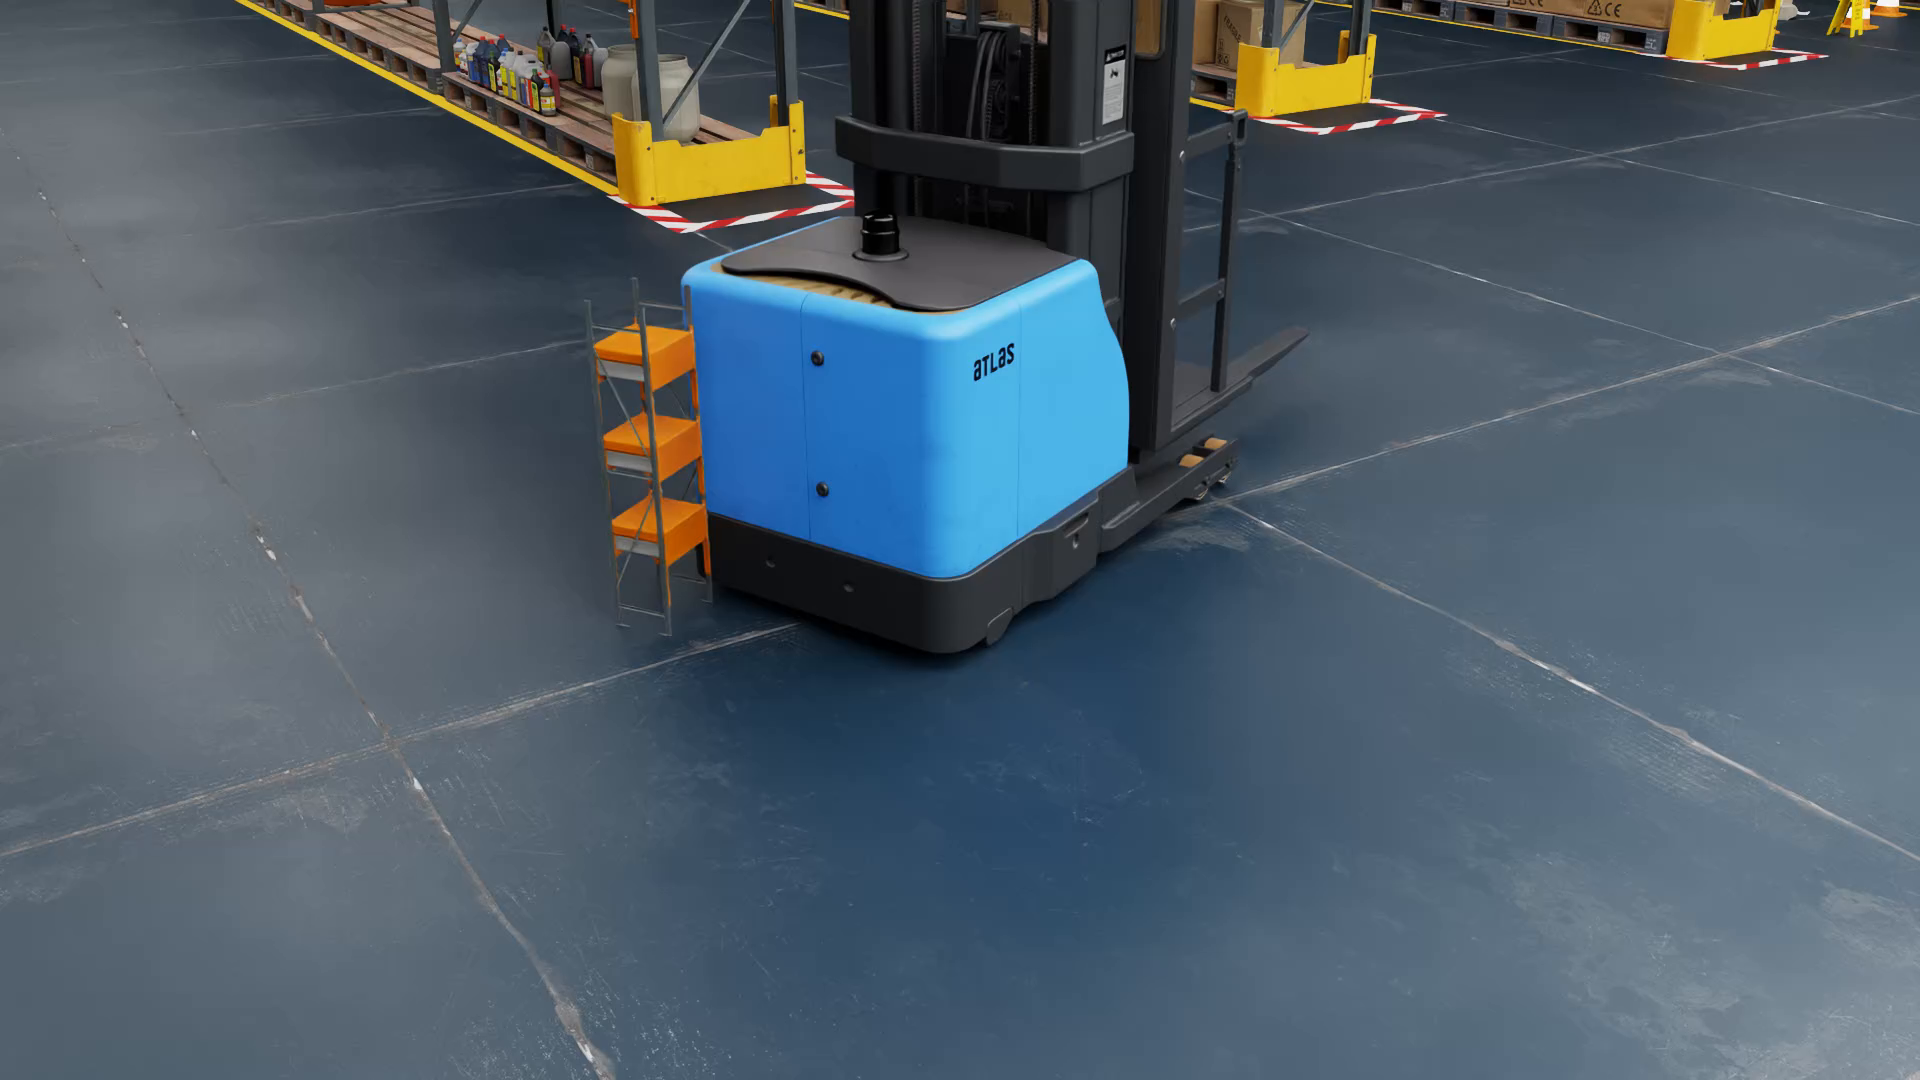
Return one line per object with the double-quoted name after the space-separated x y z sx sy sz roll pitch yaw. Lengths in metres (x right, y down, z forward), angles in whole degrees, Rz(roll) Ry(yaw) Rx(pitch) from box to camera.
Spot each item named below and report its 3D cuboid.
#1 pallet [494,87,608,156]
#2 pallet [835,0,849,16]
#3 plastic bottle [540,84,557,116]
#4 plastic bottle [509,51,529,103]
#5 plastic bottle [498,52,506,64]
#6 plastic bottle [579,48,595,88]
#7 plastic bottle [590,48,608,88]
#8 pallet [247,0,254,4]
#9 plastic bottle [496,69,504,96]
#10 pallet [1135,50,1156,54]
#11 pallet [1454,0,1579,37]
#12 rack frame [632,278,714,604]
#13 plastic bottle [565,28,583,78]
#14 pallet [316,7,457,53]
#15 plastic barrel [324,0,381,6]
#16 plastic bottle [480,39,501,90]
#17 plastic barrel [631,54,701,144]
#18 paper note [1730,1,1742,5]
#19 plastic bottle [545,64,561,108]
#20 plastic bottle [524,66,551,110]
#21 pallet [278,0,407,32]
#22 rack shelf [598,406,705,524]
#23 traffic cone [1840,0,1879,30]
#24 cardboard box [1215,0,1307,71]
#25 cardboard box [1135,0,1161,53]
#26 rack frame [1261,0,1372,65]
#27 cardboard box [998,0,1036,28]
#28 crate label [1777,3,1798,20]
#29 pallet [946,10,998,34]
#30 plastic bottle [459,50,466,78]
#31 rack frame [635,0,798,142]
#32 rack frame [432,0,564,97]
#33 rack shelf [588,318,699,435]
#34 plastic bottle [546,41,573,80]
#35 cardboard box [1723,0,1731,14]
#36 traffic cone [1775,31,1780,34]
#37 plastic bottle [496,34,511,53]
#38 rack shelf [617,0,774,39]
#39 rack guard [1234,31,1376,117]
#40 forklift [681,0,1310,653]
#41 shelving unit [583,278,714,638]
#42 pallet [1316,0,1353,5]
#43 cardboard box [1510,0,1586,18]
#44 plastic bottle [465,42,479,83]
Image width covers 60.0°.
-2.638 -3.016 11.891 1.003 0.211 1.213 -16 29 -30 "pallet"
-0.586 -5.572 17.305 1.003 0.211 1.213 -16 29 -30 "pallet"
-2.826 -3.021 11.398 0.097 0.201 0.097 0 25 0 "plastic bottle"
-3.110 -3.293 11.799 0.144 0.351 0.185 -14 29 -27 "plastic bottle"
-3.332 -3.432 12.186 0.097 0.271 0.097 0 25 0 "plastic bottle"
-2.769 -3.503 12.322 0.061 0.283 0.133 -16 29 -30 "plastic bottle"
-2.680 -3.524 12.377 0.152 0.276 0.135 -15 29 -29 "plastic bottle"
-7.620 -6.278 18.802 1.003 0.211 1.213 -16 29 -30 "pallet"
-3.309 -3.337 12.068 0.097 0.201 0.097 0 25 0 "plastic bottle"
1.577 -4.188 14.374 1.003 0.211 1.213 -16 29 -30 "pallet"
5.741 -5.249 16.622 1.003 0.211 1.213 -16 29 -30 "pallet"
-0.882 -0.287 5.129 0.200 1.050 0.008 10 27 21 "rack frame"
-2.942 -3.733 12.731 0.144 0.351 0.185 -17 30 -32 "plastic bottle"
-5.433 -4.847 15.770 1.003 0.211 1.213 -16 29 -30 "pallet"
-6.104 -5.774 16.517 0.600 0.830 0.708 -16 29 -30 "plastic barrel"
-3.444 -3.511 12.262 0.144 0.351 0.185 -17 30 -32 "plastic bottle"
-1.879 -2.815 10.622 0.421 0.512 0.421 0 25 0 "plastic barrel"
8.475 -5.862 18.144 0.148 0.019 0.142 -6 26 -12 "paper note"
-2.852 -3.180 11.638 0.061 0.283 0.133 -16 29 -30 "plastic bottle"
-2.940 -3.151 11.587 0.152 0.276 0.135 -15 29 -29 "plastic bottle"
-6.288 -5.405 16.953 1.003 0.211 1.213 -16 29 -30 "pallet"
-0.930 -0.230 5.032 0.215 0.259 0.240 10 27 21 "rack shelf"
8.937 -5.322 16.482 0.336 0.463 0.334 -16 29 -30 "traffic cone"
2.367 -3.974 13.090 0.500 0.500 0.500 -10 27 -20 "cardboard box"
1.686 -4.408 14.010 0.500 0.500 0.500 -13 28 -25 "cardboard box"
2.694 -4.687 12.165 1.000 3.000 0.127 -16 29 -30 "rack frame"
0.695 -5.025 15.316 0.500 0.500 0.500 -17 30 -31 "cardboard box"
8.456 -5.441 17.116 0.298 0.136 0.250 12 28 24 "crate label"
0.084 -5.135 16.380 1.003 0.211 1.213 -16 29 -30 "pallet"
-3.777 -3.644 12.719 0.097 0.201 0.097 0 25 0 "plastic bottle"
-1.456 -3.533 9.720 1.000 3.000 0.127 -16 29 -30 "rack frame"
-3.640 -4.963 12.750 1.000 3.000 0.127 -16 29 -30 "rack frame"
-0.931 -0.487 4.911 0.215 0.259 0.240 10 27 21 "rack shelf"
-3.052 -3.655 12.654 0.152 0.276 0.135 -16 29 -30 "plastic bottle"
7.917 -5.906 17.671 0.637 0.503 0.797 7 26 15 "cardboard box"
7.805 -5.180 16.181 0.336 0.463 0.334 -16 29 -30 "traffic cone"
-3.426 -3.613 12.477 0.144 0.351 0.185 -16 29 -30 "plastic bottle"
-2.548 -3.923 11.388 1.077 0.370 4.000 -16 29 -30 "rack shelf"
2.652 -3.584 12.756 1.175 0.500 0.348 -16 29 -30 "rack guard"
0.384 -1.571 5.644 1.130 2.935 3.031 16 30 30 "forklift"
-0.930 -0.240 5.027 0.215 1.050 0.252 10 27 21 "shelving unit"
4.237 -6.235 18.710 1.003 0.211 1.213 -16 29 -30 "pallet"
5.997 -5.577 16.047 0.875 0.875 0.875 -16 30 -30 "cardboard box"
-3.633 -3.605 12.548 0.152 0.276 0.135 -14 29 -28 "plastic bottle"
